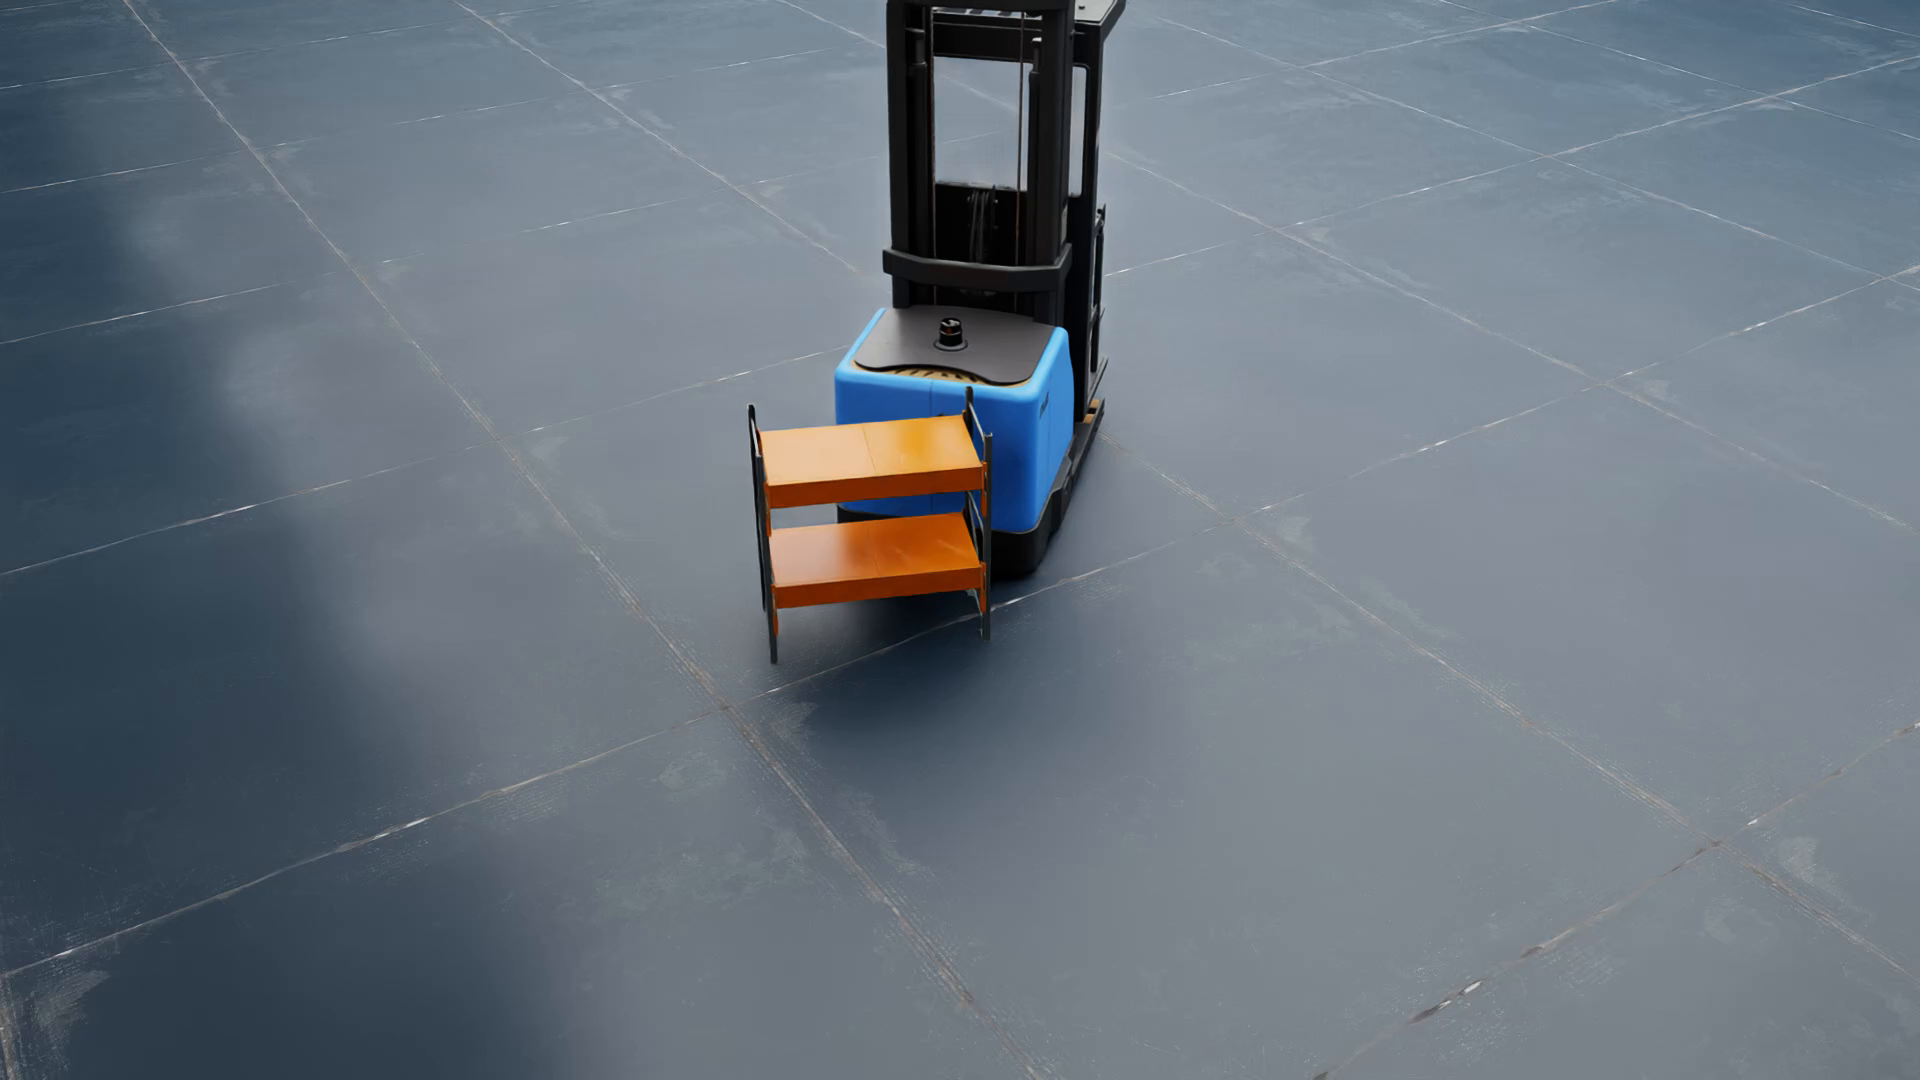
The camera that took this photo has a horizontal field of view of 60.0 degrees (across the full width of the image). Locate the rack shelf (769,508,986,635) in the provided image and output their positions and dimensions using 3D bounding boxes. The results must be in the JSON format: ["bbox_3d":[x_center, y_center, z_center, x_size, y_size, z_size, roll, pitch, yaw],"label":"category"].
[{"bbox_3d":[-0.416,0.140,7.932,1.000,0.278,0.538,-6,33,-9],"label":"rack shelf"}]

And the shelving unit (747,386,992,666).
[{"bbox_3d":[-0.416,-0.066,7.801,1.048,1.125,0.538,-6,33,-9],"label":"shelving unit"}]

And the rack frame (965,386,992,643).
[{"bbox_3d":[0.084,-0.115,7.878,0.032,1.125,0.500,-6,33,-9],"label":"rack frame"}]

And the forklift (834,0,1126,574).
[{"bbox_3d":[0.231,-1.849,8.933,1.130,2.935,3.031,8,33,12],"label":"forklift"}]

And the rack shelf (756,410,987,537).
[{"bbox_3d":[-0.416,-0.314,7.645,1.000,0.278,0.538,-6,33,-9],"label":"rack shelf"}]

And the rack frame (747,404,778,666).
[{"bbox_3d":[-0.916,-0.018,7.724,0.032,1.125,0.500,-6,33,-9],"label":"rack frame"}]
